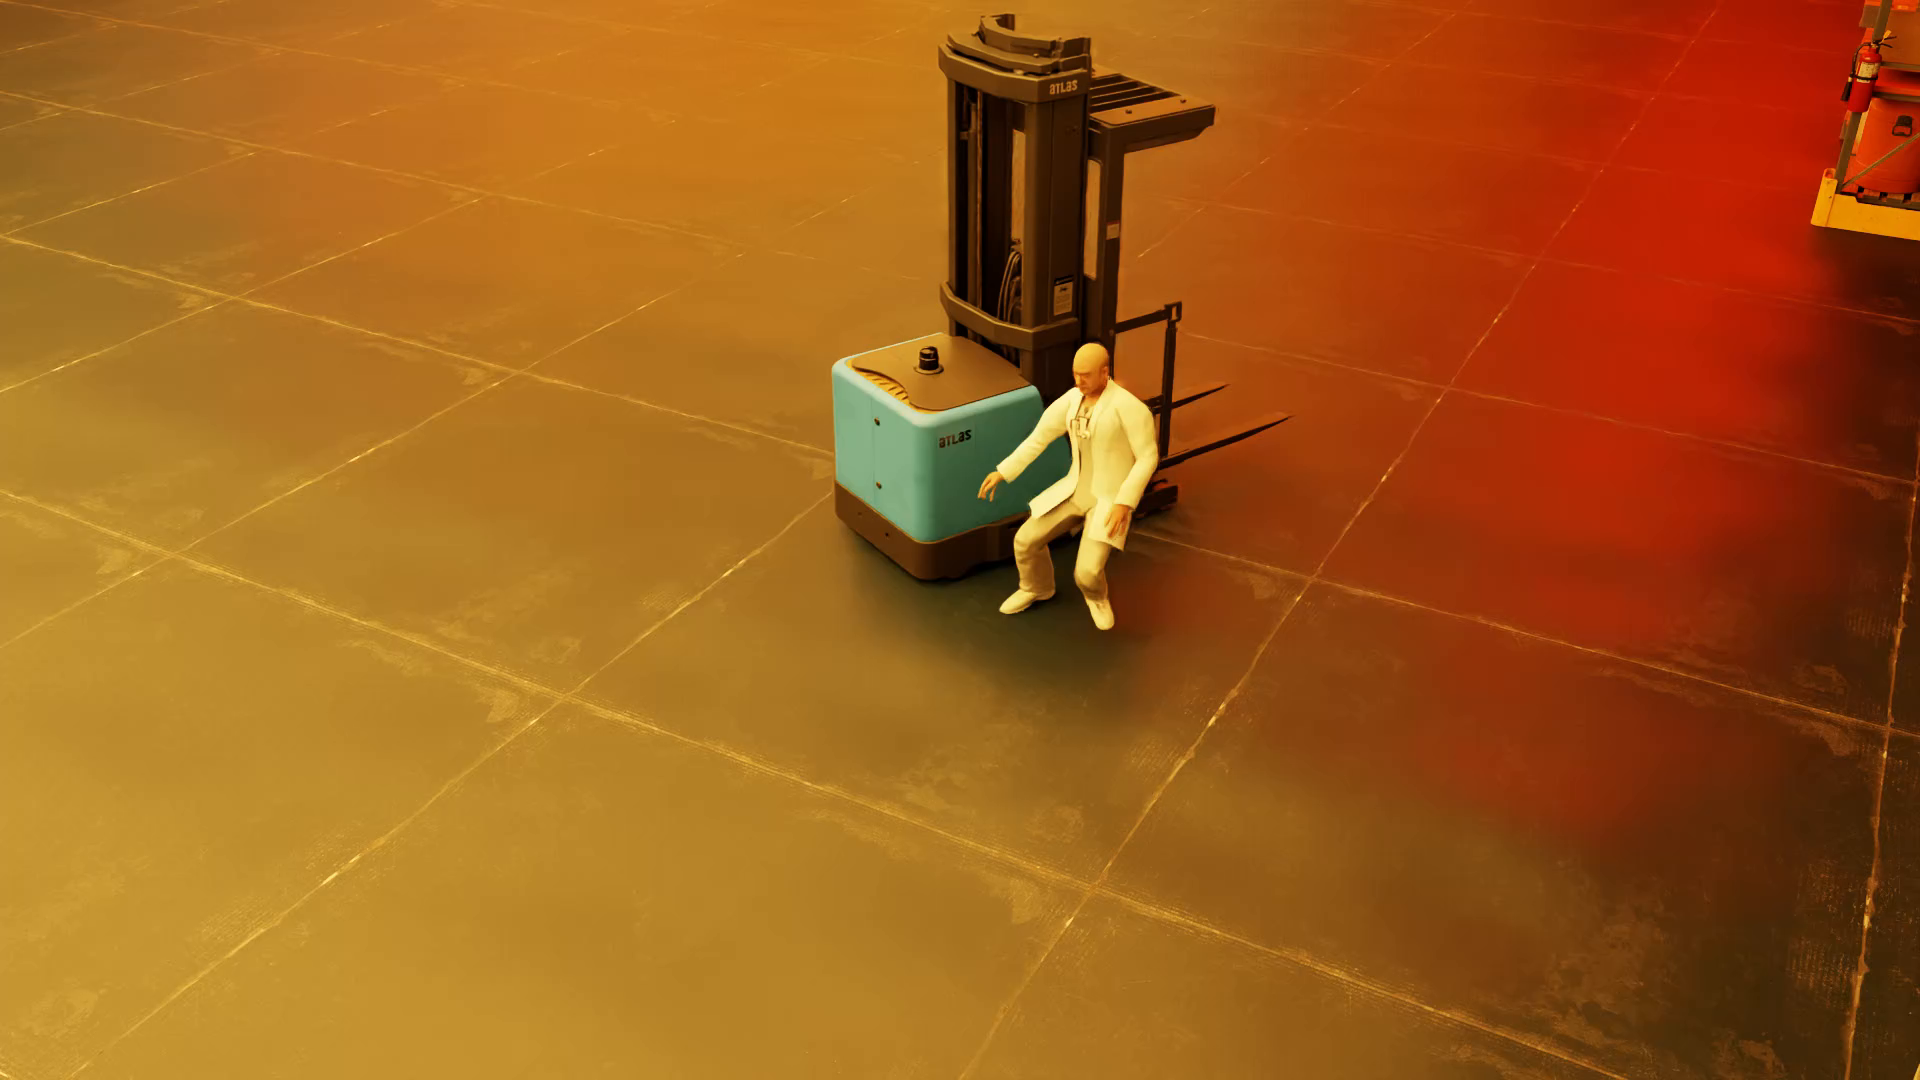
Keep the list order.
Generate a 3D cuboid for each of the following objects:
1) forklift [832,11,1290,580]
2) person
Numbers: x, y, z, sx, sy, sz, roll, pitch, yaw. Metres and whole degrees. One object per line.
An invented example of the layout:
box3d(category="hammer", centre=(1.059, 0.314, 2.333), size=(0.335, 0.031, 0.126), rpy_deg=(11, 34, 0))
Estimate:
box3d(category="forklift", centre=(0.743, -1.603, 9.849), size=(3.031, 2.935, 1.130), rpy_deg=(-19, 35, -29))
box3d(category="person", centre=(0.592, -0.223, 8.771), size=(0.649, 1.635, 0.830), rpy_deg=(-24, 37, -35))
